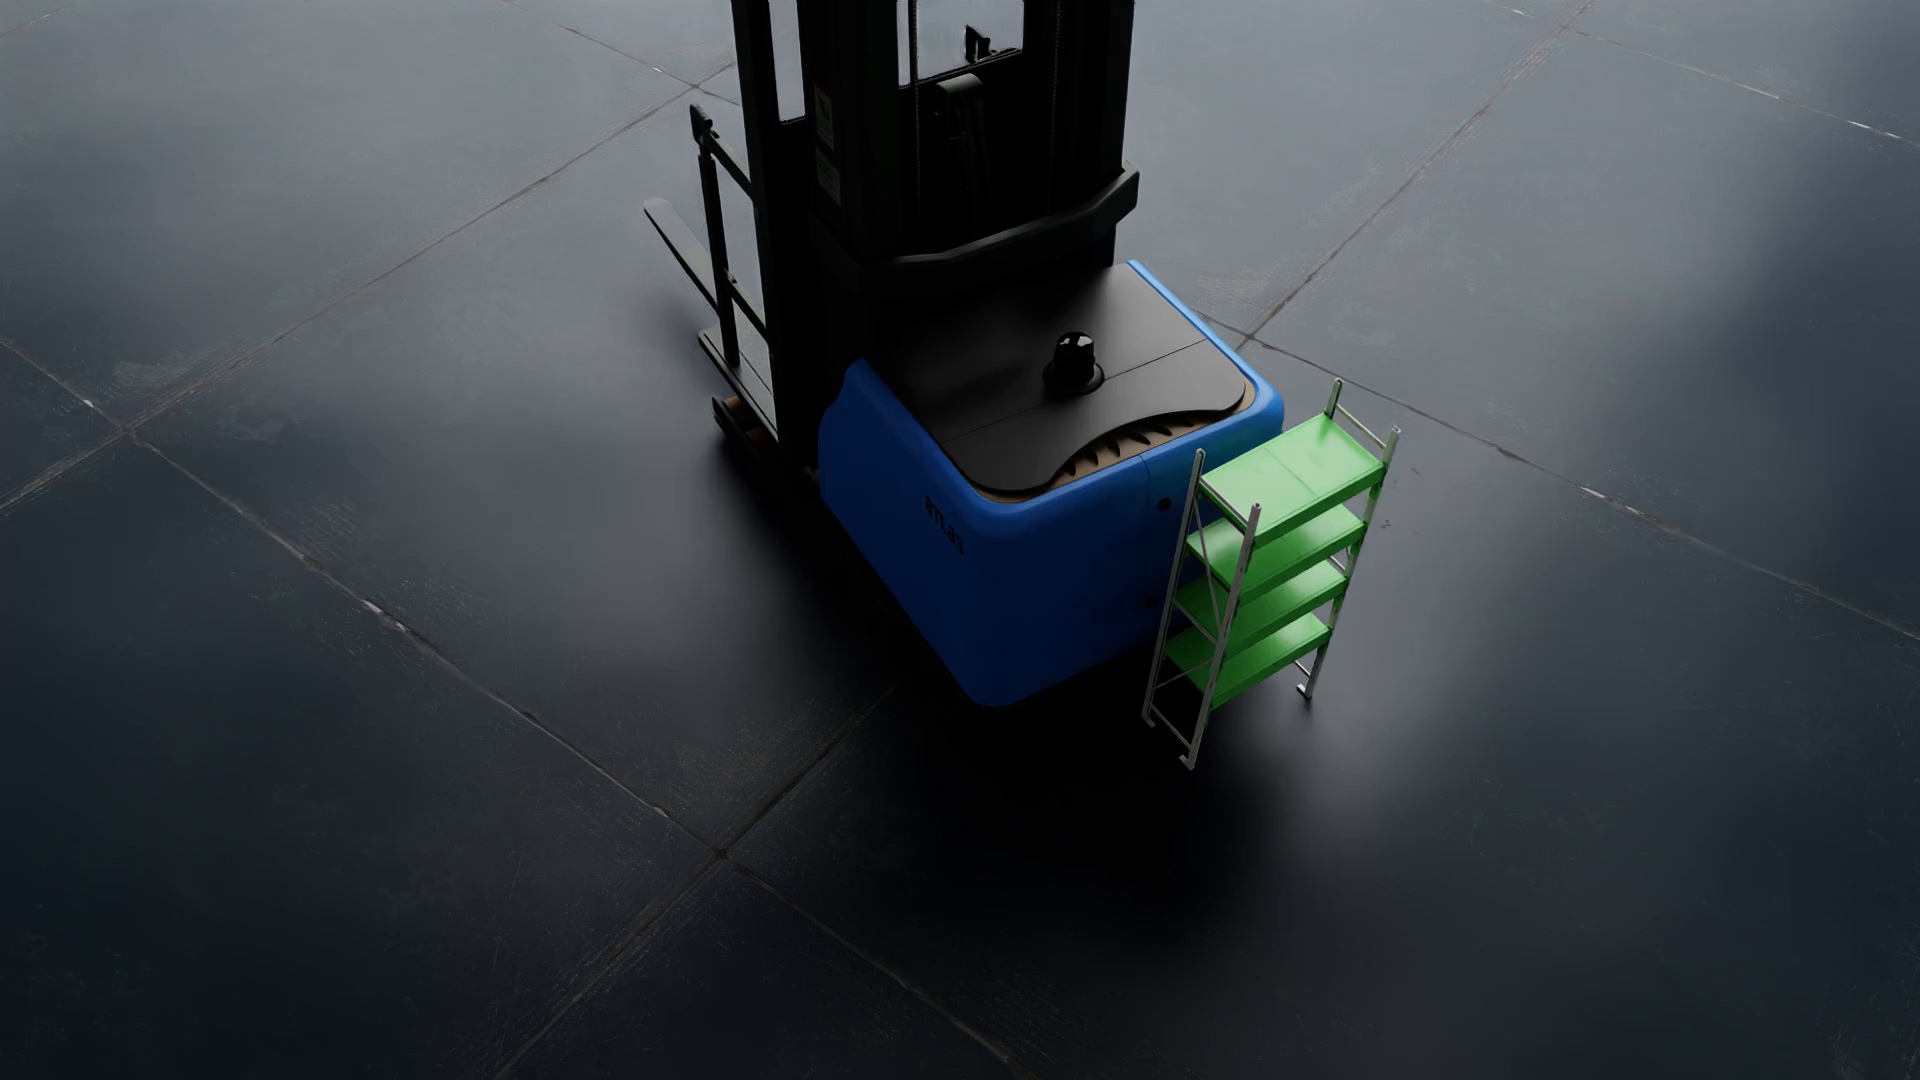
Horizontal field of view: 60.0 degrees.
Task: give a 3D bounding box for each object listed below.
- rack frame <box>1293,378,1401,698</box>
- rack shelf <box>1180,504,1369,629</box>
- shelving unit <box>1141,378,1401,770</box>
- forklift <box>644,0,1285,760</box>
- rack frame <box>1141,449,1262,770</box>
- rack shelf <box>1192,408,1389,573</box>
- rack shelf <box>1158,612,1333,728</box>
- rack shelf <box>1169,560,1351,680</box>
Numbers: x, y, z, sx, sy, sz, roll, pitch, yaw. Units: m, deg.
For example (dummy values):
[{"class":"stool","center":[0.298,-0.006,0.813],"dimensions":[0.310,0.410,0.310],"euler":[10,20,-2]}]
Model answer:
[{"class":"rack frame","center":[1.063,0.031,4.879],"dimensions":[0.015,1.200,0.240],"euler":[-27,56,-23]},{"class":"rack shelf","center":[0.869,0.018,4.649],"dimensions":[0.480,0.148,0.258],"euler":[-27,56,-23]},{"class":"shelving unit","center":[0.862,0.132,4.783],"dimensions":[0.503,1.200,0.258],"euler":[-27,56,-23]},{"class":"forklift","center":[-0.240,-1.407,5.067],"dimensions":[1.130,2.935,3.031],"euler":[-23,50,-20]},{"class":"rack frame","center":[0.662,0.233,4.686],"dimensions":[0.015,1.200,0.240],"euler":[-27,56,-23]},{"class":"rack shelf","center":[0.877,-0.138,4.467],"dimensions":[0.480,0.148,0.258],"euler":[-27,56,-23]},{"class":"rack shelf","center":[0.851,0.330,5.013],"dimensions":[0.480,0.148,0.258],"euler":[-27,56,-23]},{"class":"rack shelf","center":[0.860,0.174,4.831],"dimensions":[0.480,0.148,0.258],"euler":[-27,56,-23]}]
